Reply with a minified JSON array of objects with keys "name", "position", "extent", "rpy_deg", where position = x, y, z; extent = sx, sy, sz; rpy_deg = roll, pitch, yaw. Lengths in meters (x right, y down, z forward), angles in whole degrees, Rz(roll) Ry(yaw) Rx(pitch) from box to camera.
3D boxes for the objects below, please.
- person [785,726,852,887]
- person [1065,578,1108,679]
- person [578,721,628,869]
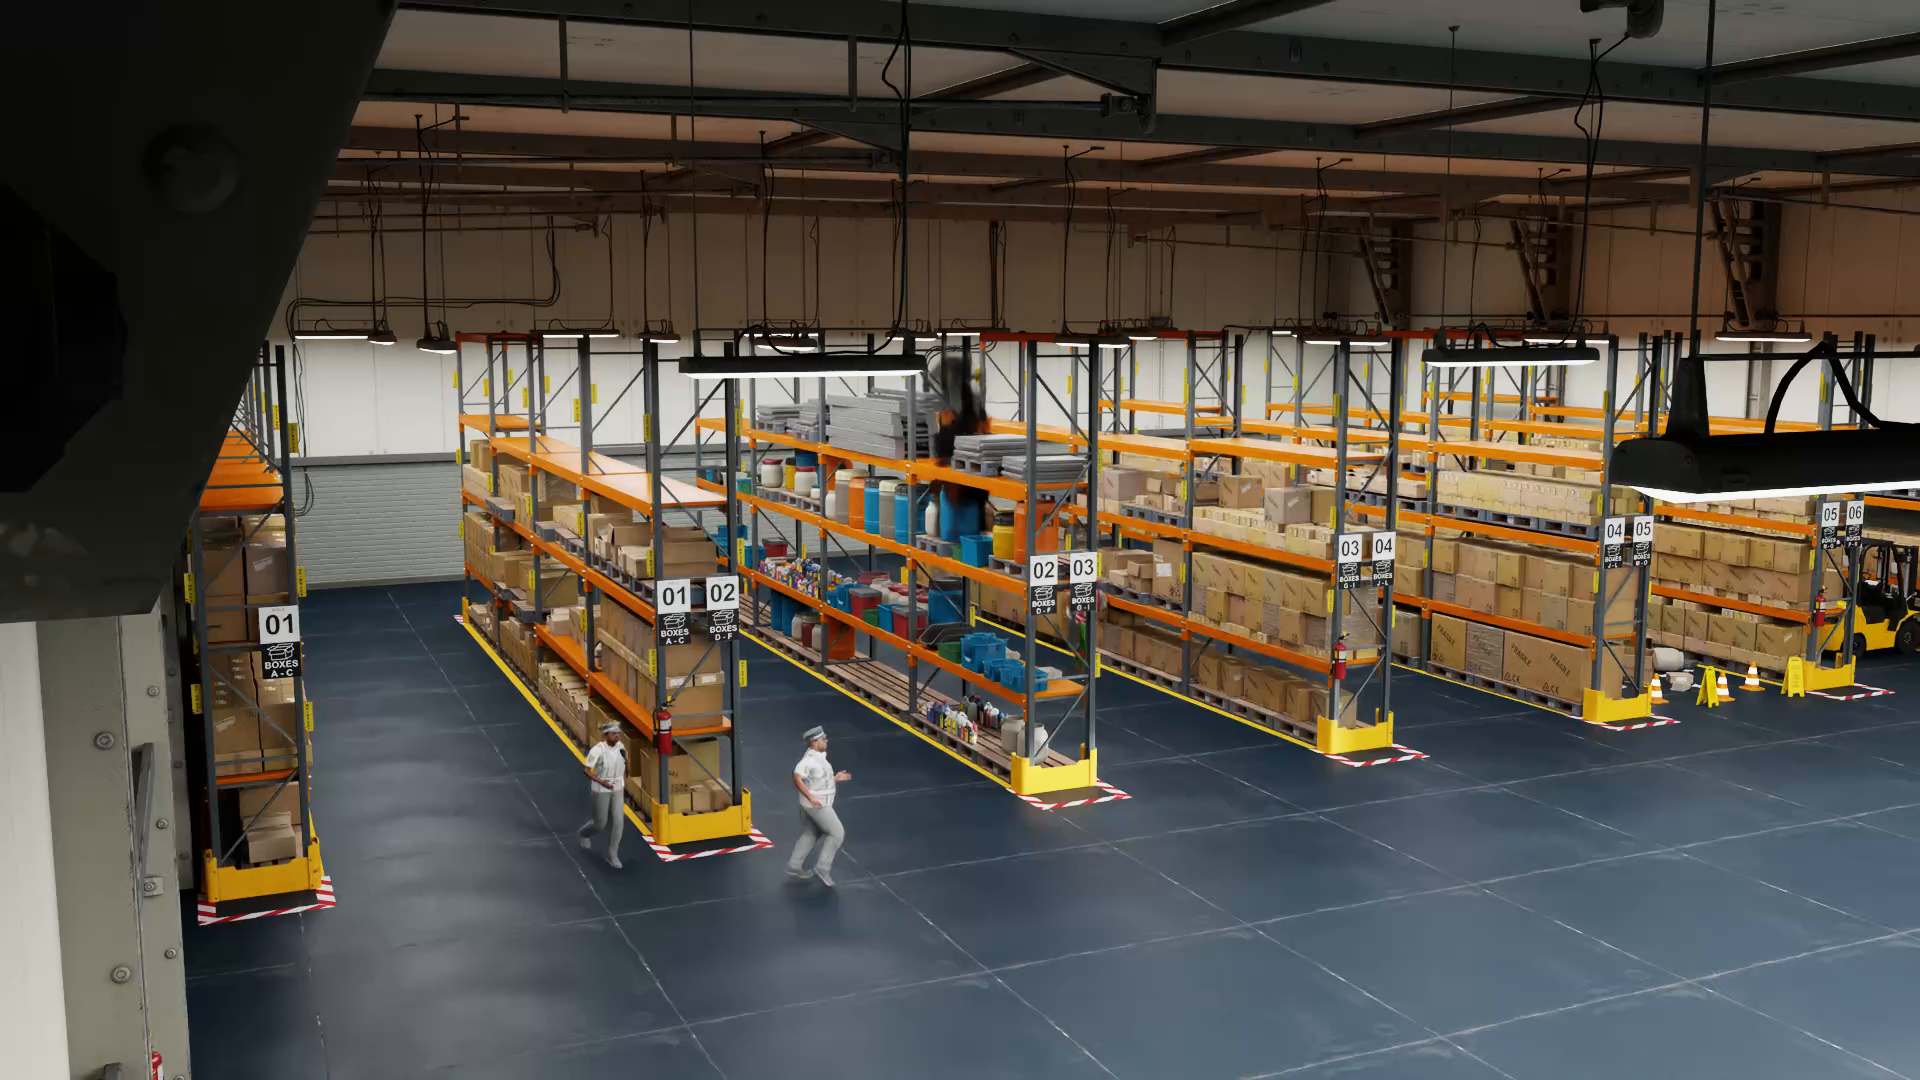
[{"name":"person","position":[-1.584,2.976,18.603],"extent":[0.763,1.836,0.636],"rpy_deg":[-1,8,-8]},{"name":"person","position":[2.141,1.453,28.101],"extent":[0.644,1.783,0.915],"rpy_deg":[-3,8,-22]},{"name":"person","position":[-4.109,2.920,19.412],"extent":[0.616,1.683,0.803],"rpy_deg":[-7,11,-43]}]
